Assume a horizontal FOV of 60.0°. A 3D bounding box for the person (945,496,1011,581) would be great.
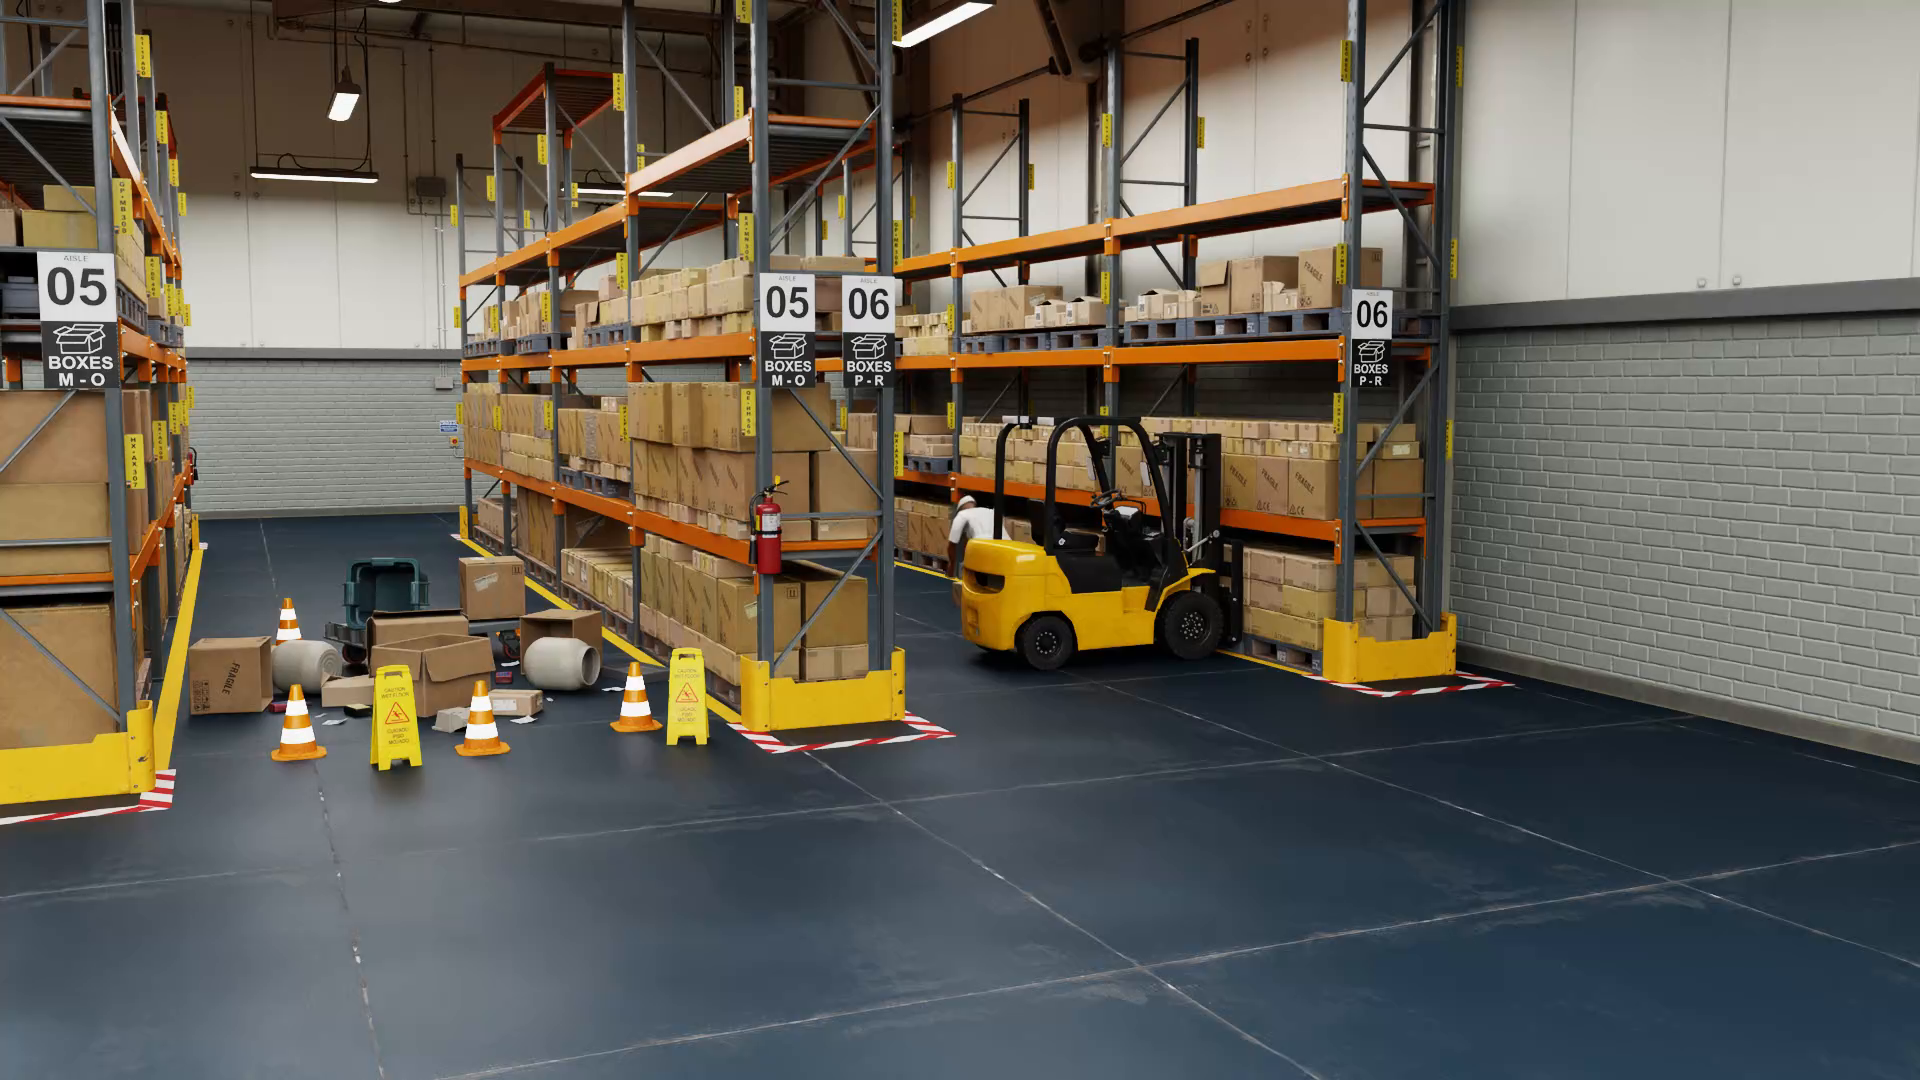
[{"bbox_3d":[0.205,0.151,17.945,0.622,1.224,0.827,-2,6,-24],"label":"person"}]
